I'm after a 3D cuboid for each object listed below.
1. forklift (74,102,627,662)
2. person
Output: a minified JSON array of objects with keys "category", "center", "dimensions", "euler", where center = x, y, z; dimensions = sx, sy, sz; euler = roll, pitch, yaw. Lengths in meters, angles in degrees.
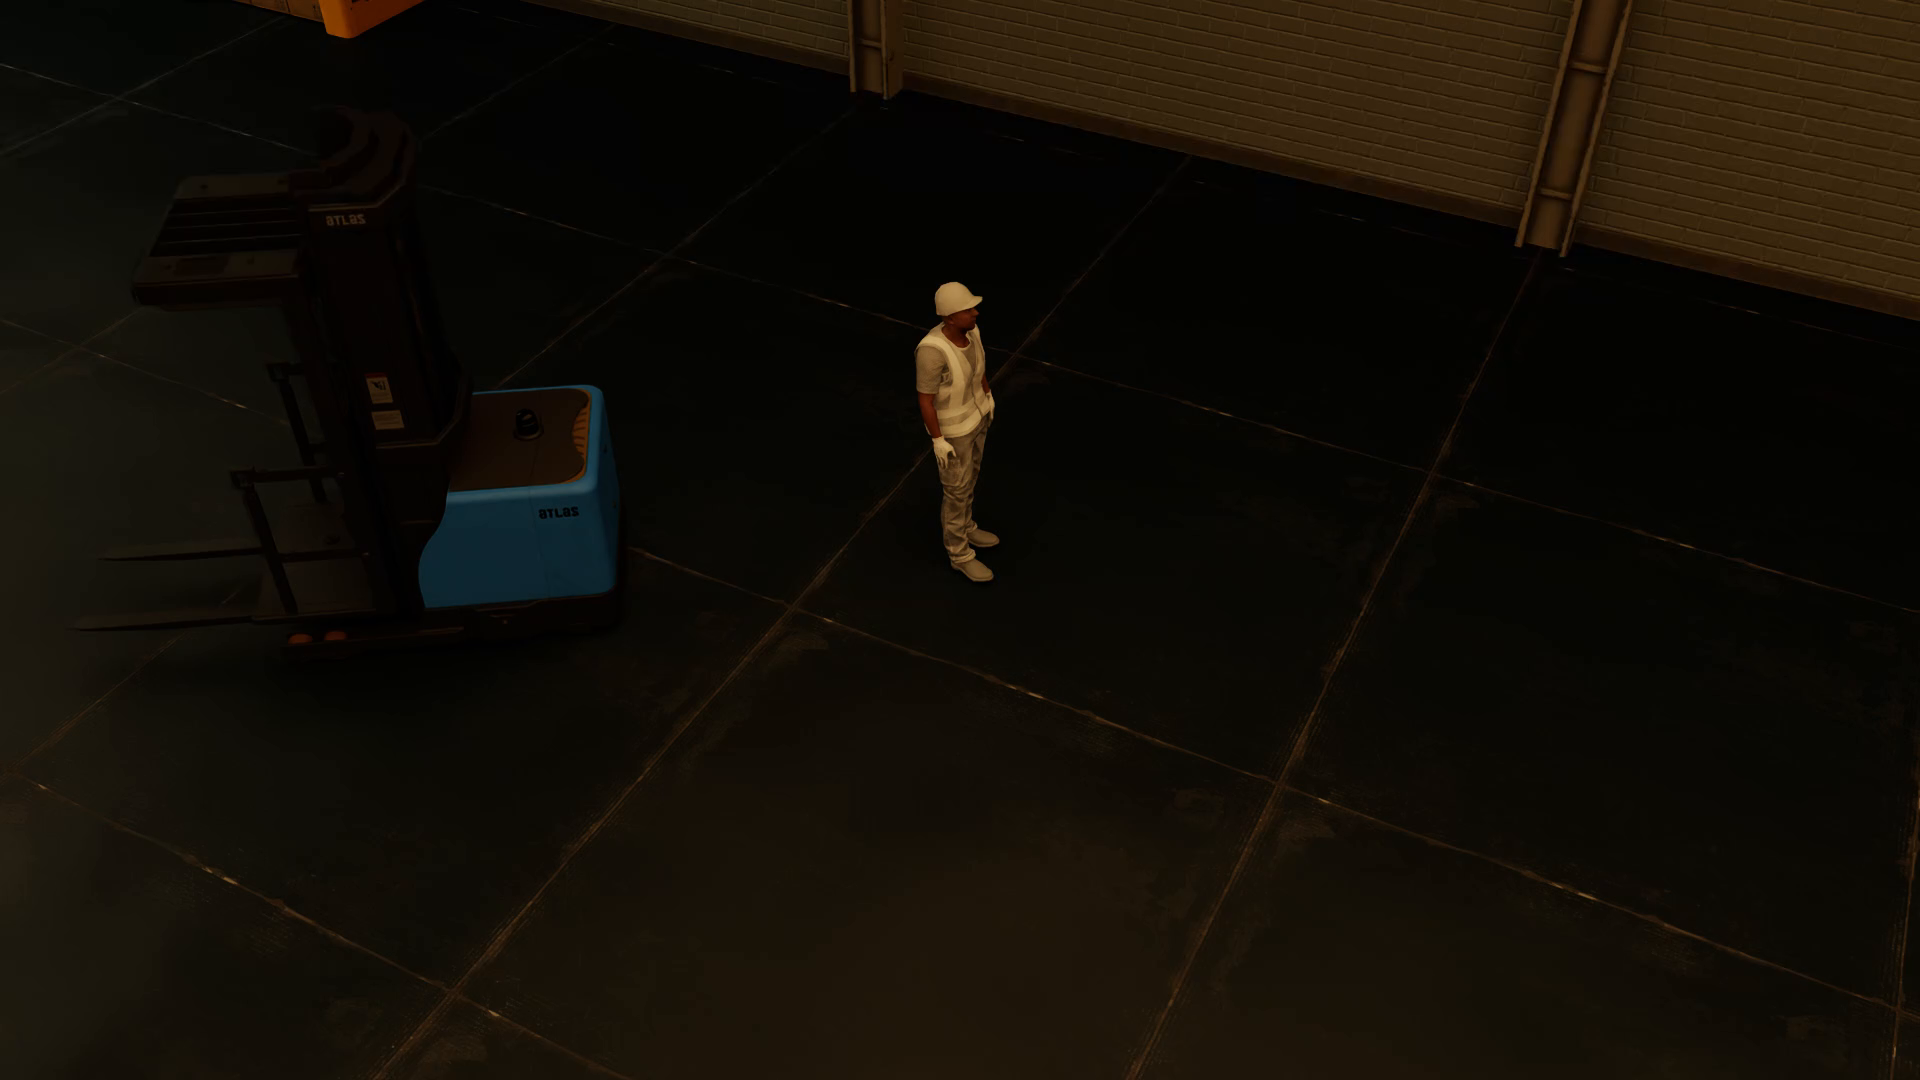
[{"category":"forklift","center":[-3.511,-0.789,8.924],"dimensions":[3.031,2.935,1.130],"euler":[-5,40,-6]},{"category":"person","center":[0.061,-0.659,9.653],"dimensions":[0.575,1.779,0.657],"euler":[18,43,21]}]
